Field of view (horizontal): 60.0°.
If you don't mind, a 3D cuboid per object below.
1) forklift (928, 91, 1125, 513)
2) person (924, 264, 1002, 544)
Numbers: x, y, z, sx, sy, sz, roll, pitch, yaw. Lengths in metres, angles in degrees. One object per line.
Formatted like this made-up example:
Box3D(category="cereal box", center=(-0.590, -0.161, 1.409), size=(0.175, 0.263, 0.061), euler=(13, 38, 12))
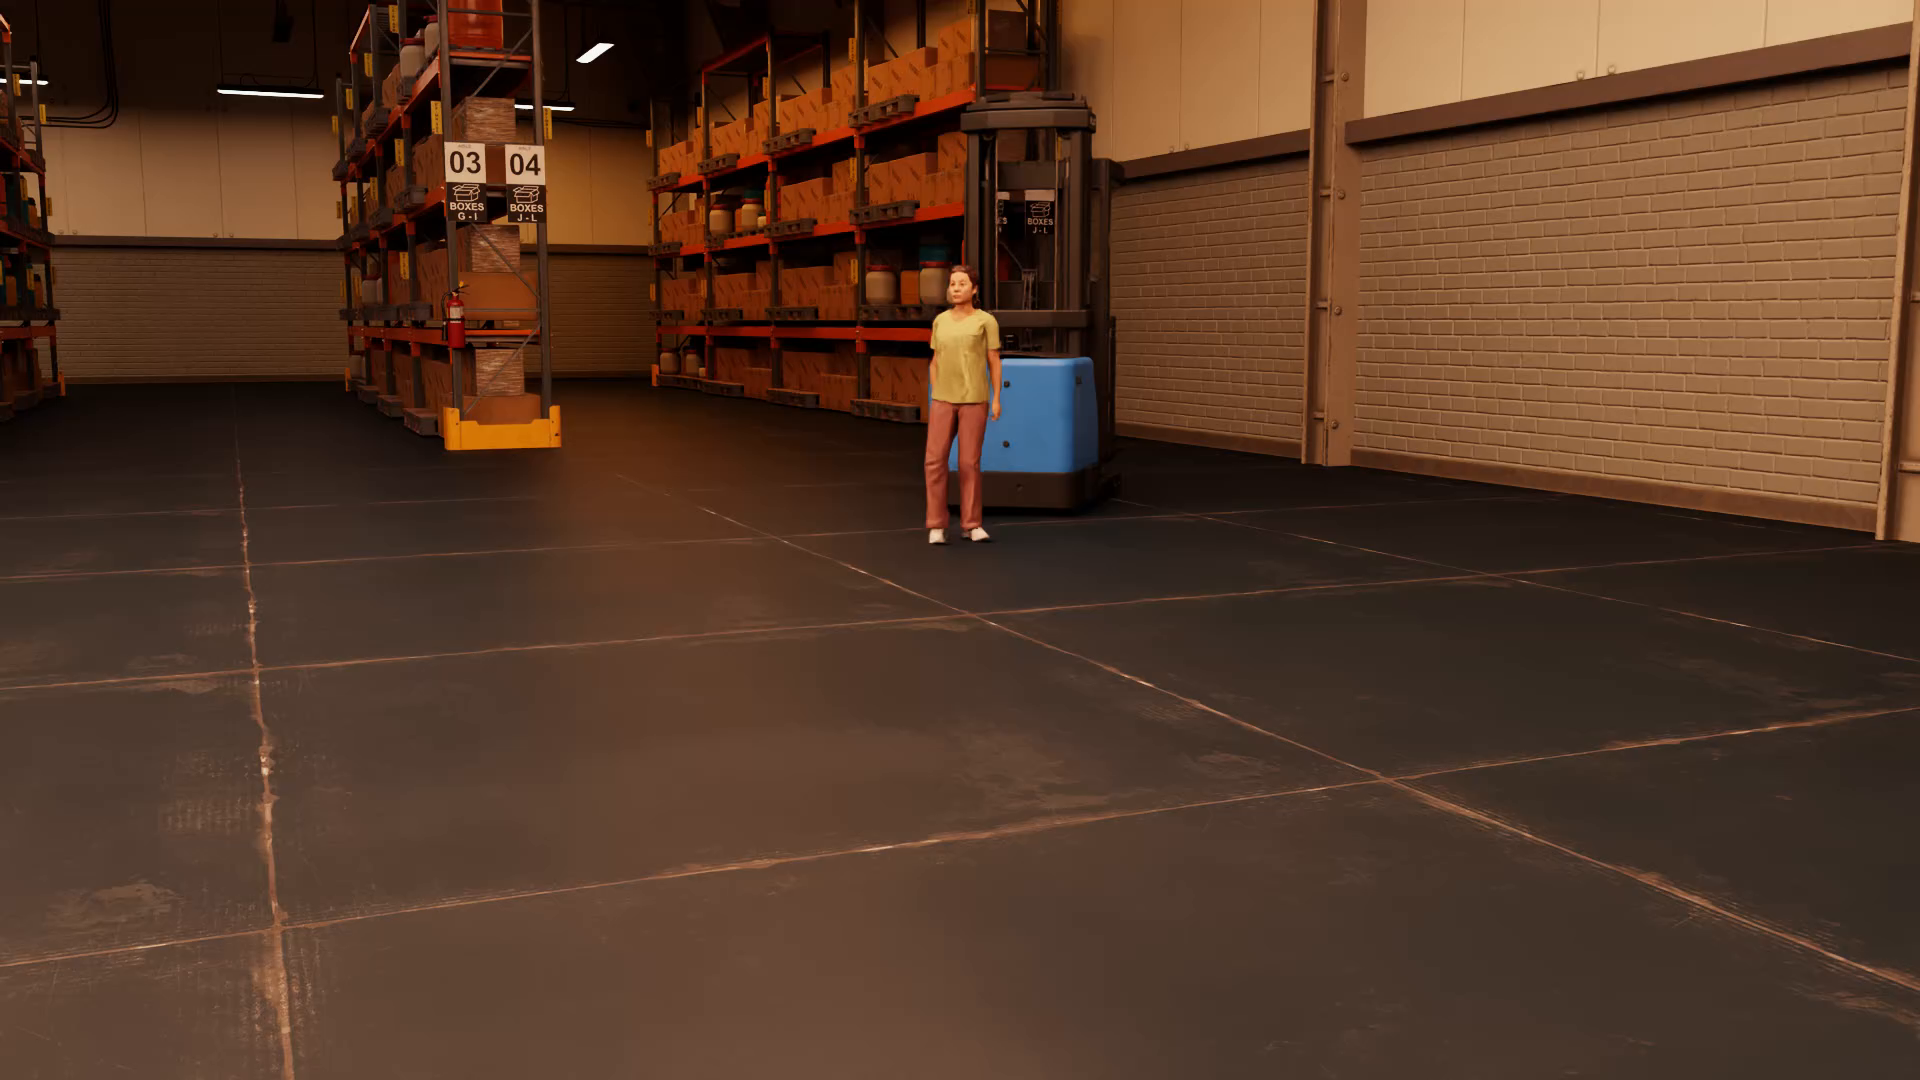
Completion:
Box3D(category="forklift", center=(0.630, -1.799, 12.585), size=(1.130, 2.935, 3.031), euler=(2, 8, 14))
Box3D(category="person", center=(0.014, -0.813, 9.988), size=(0.466, 1.665, 0.451), euler=(2, 8, 16))
